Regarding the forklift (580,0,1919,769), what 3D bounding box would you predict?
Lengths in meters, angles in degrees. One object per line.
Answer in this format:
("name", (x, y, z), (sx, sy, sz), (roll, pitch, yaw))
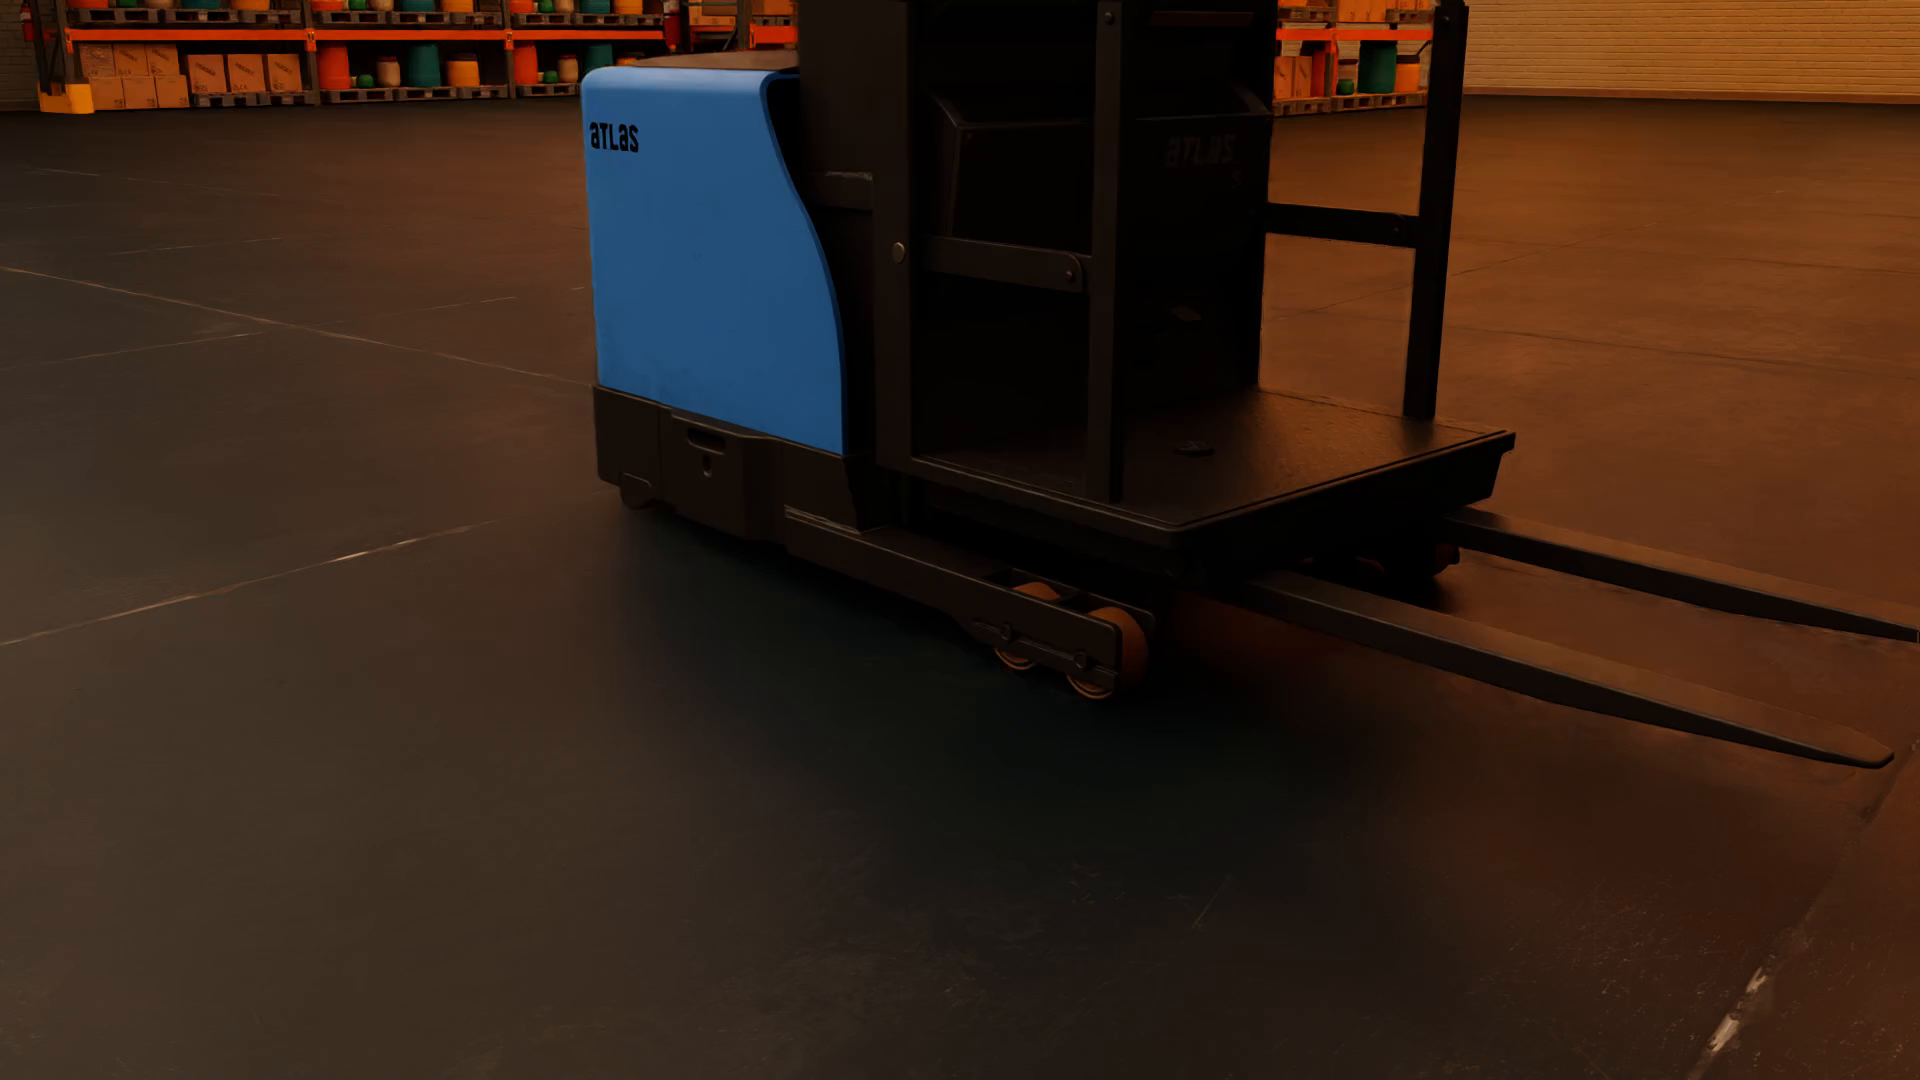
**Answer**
("forklift", (0.440, -1.282, 3.118), (1.130, 2.935, 3.031), (-15, 22, -40))
